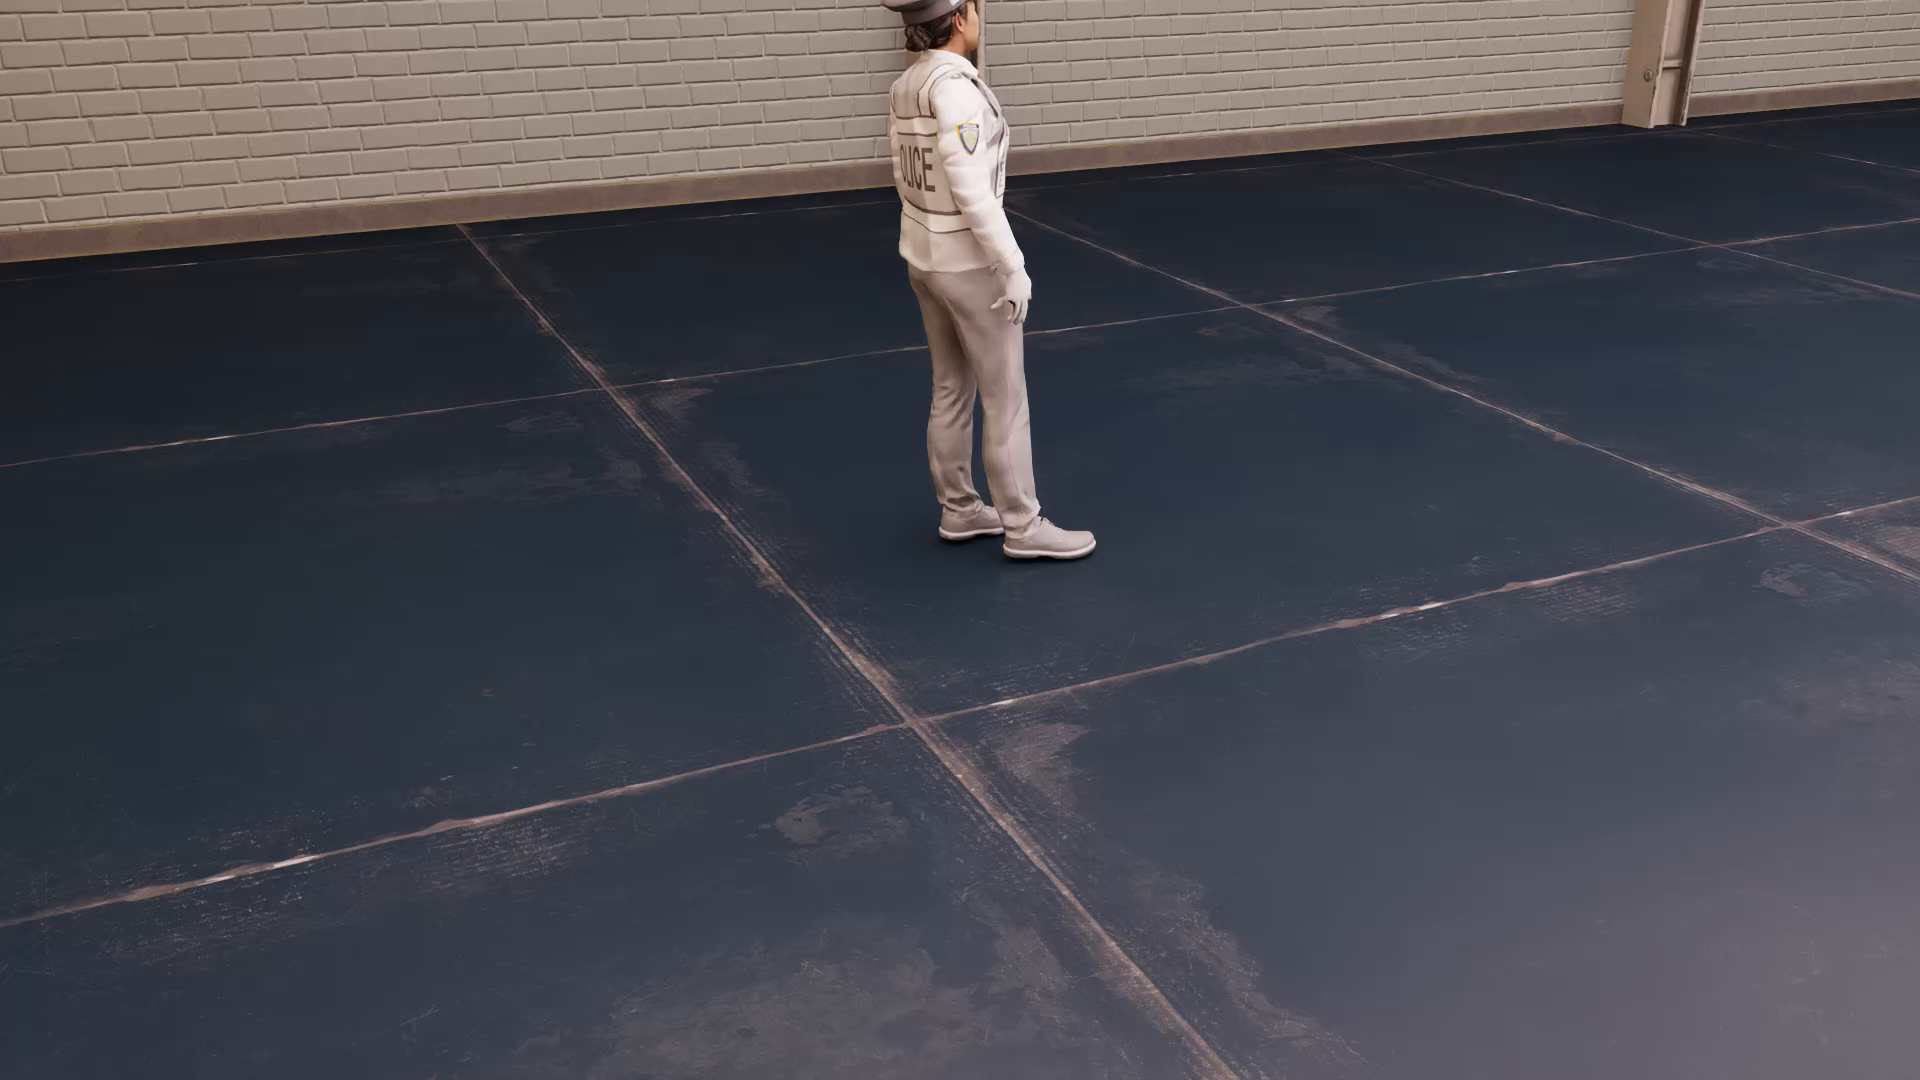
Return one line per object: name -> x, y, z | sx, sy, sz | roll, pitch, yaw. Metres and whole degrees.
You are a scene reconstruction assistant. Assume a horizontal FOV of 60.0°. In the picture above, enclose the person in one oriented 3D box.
person -> 0.065, -0.798, 4.800 | 0.530, 1.694, 0.586 | -10, 25, -23
